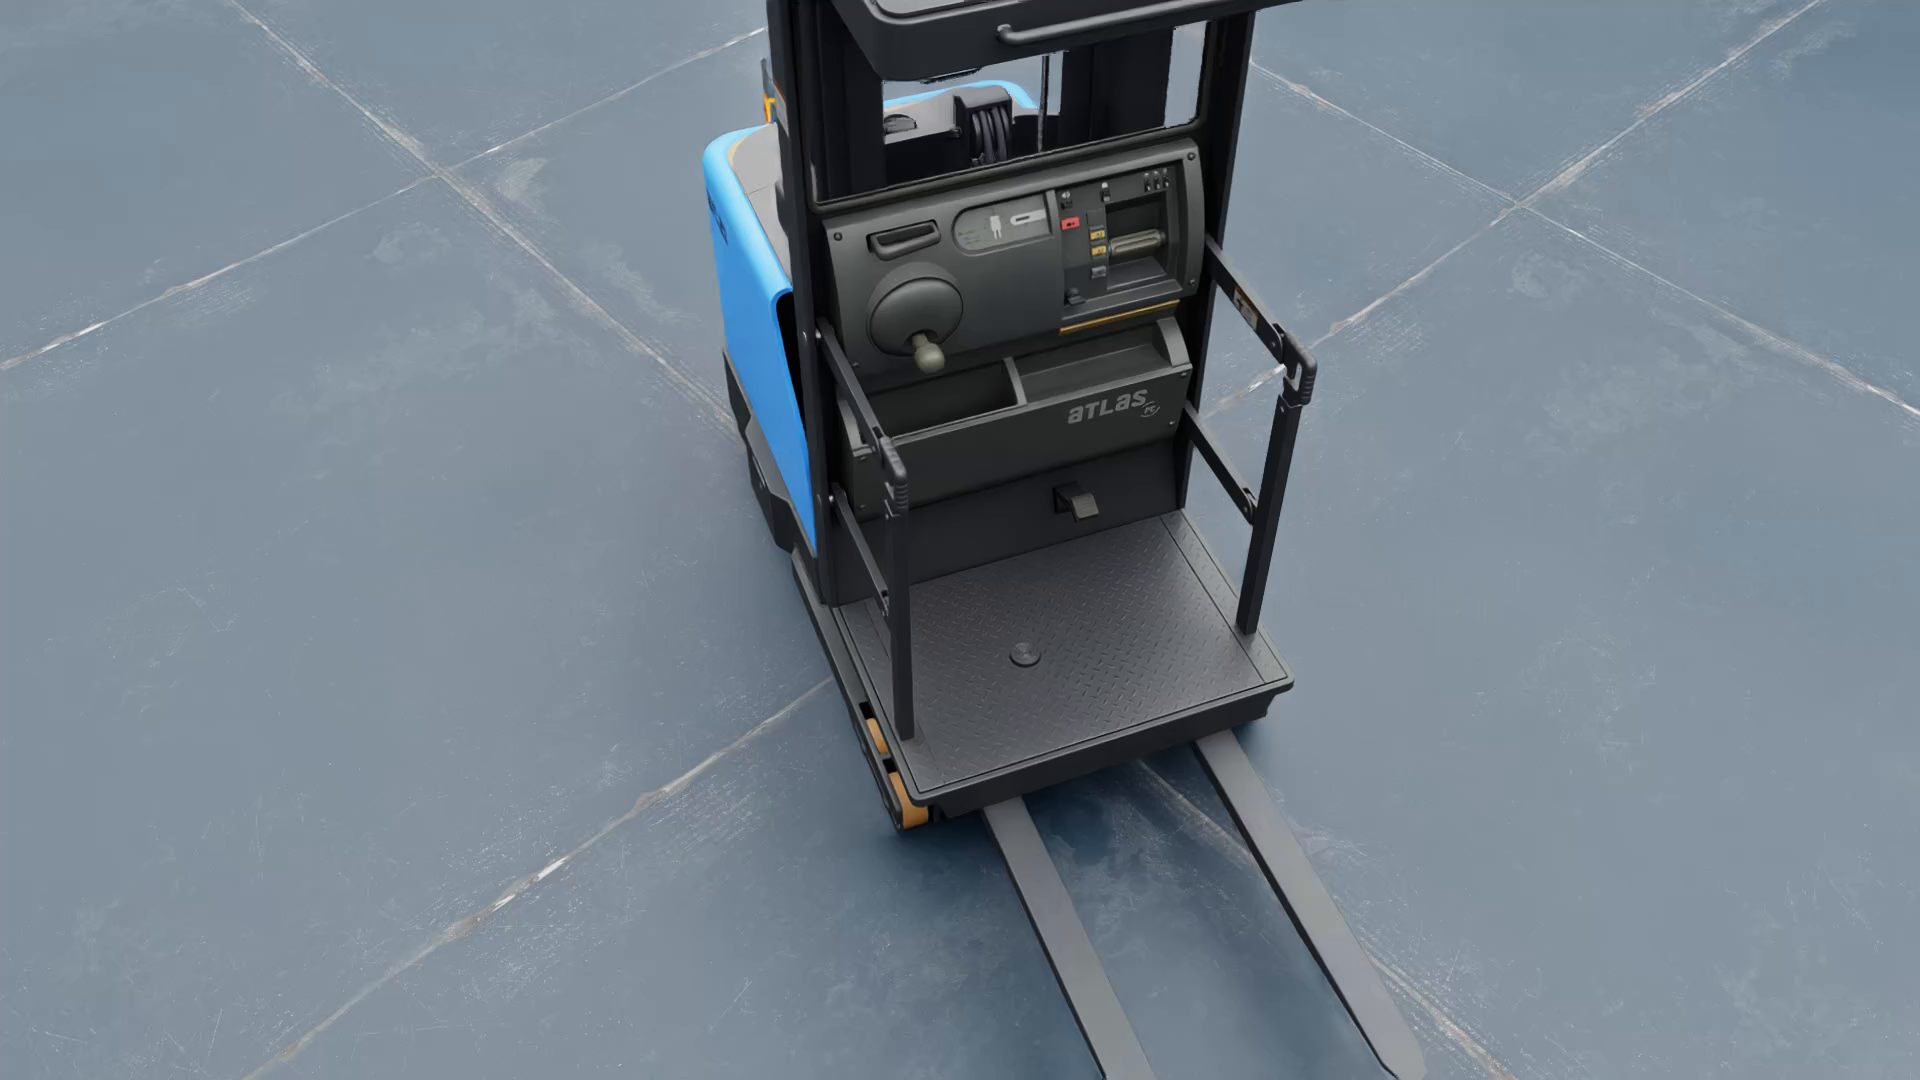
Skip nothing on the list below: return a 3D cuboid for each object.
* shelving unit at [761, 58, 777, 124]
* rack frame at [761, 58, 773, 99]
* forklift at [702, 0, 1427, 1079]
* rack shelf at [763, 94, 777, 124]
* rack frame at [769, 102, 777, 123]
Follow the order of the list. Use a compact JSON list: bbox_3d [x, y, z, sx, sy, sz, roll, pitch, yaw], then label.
[{"bbox_3d":[-0.504,-1.079,5.529,0.215,1.050,0.252,-8,49,-7],"label":"shelving unit"},{"bbox_3d":[-0.527,-1.168,5.609,0.200,1.050,0.008,-8,49,-7],"label":"rack frame"},{"bbox_3d":[0.223,-0.565,3.777,1.130,2.935,3.031,-16,49,-14],"label":"forklift"},{"bbox_3d":[-0.504,-1.261,5.325,0.215,0.259,0.240,-8,49,-7],"label":"rack shelf"},{"bbox_3d":[-0.482,-0.990,5.449,0.200,1.050,0.008,-8,49,-7],"label":"rack frame"}]
